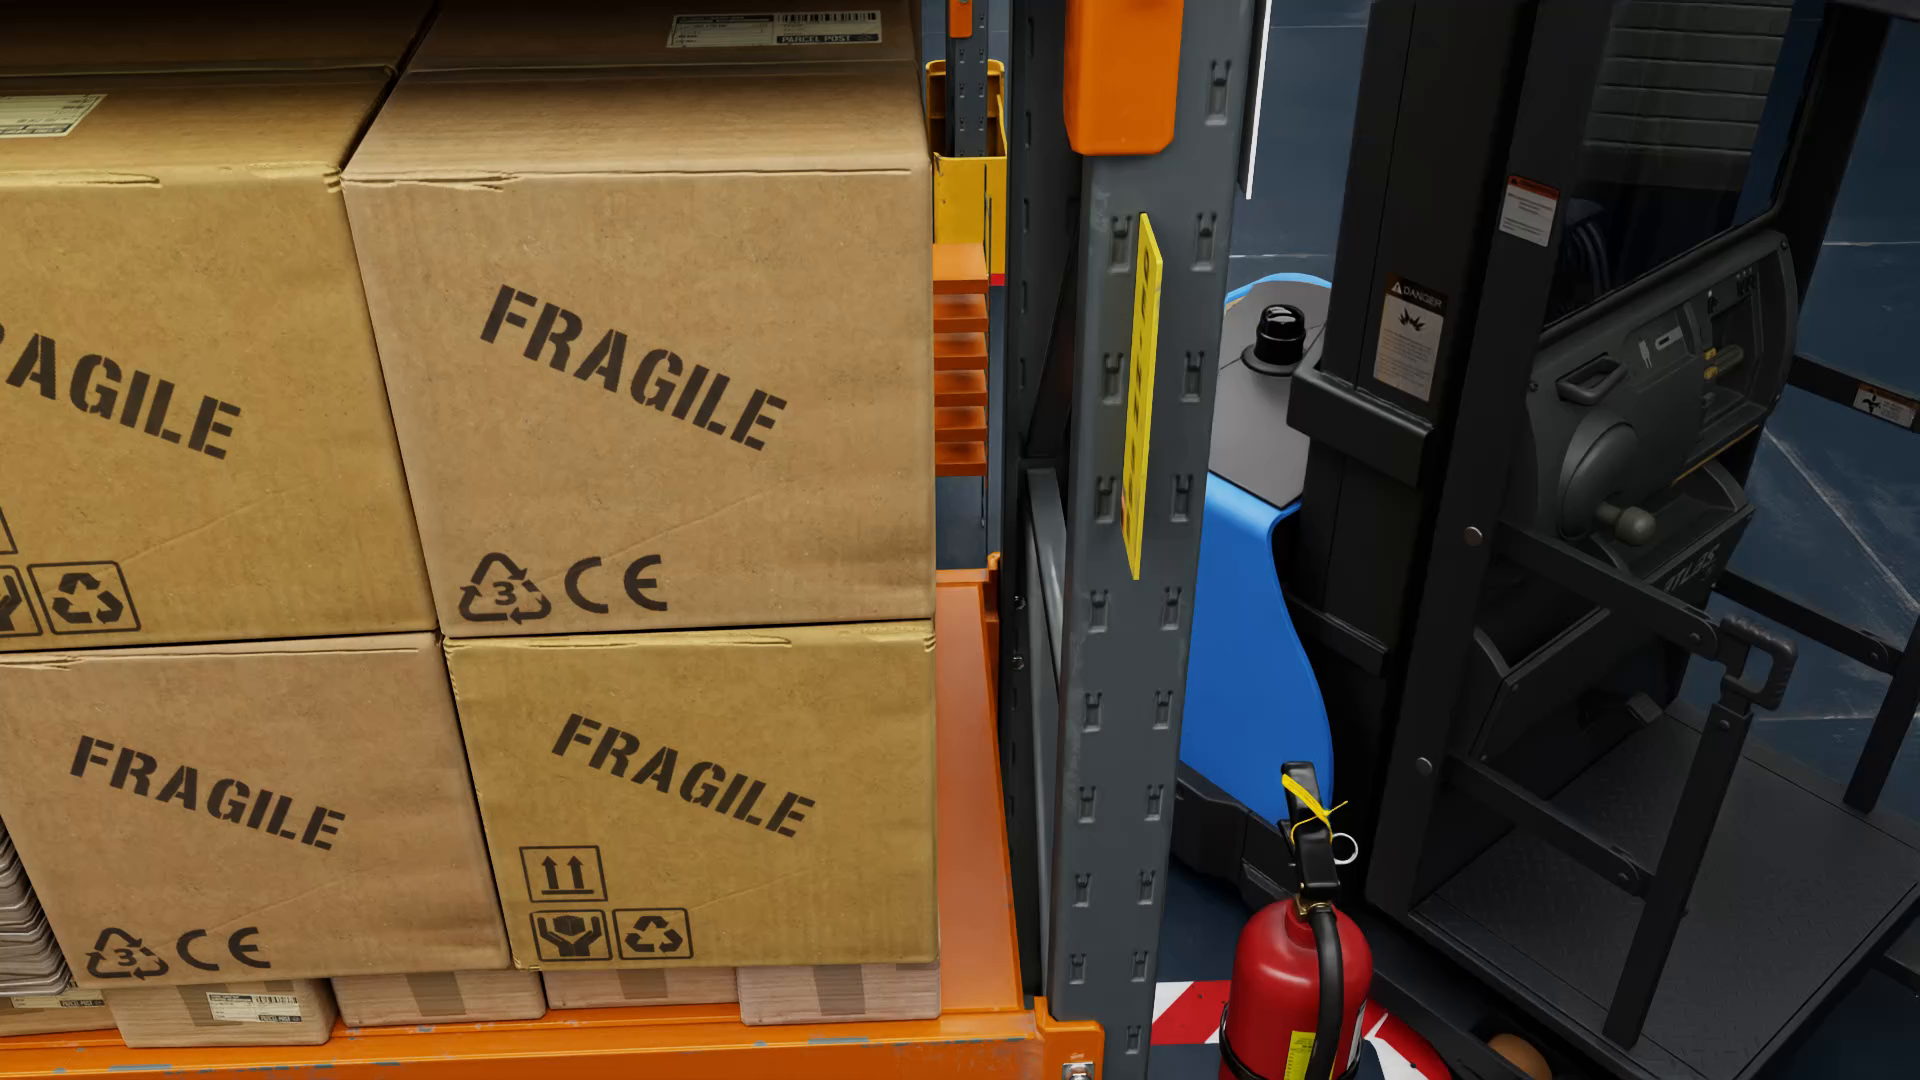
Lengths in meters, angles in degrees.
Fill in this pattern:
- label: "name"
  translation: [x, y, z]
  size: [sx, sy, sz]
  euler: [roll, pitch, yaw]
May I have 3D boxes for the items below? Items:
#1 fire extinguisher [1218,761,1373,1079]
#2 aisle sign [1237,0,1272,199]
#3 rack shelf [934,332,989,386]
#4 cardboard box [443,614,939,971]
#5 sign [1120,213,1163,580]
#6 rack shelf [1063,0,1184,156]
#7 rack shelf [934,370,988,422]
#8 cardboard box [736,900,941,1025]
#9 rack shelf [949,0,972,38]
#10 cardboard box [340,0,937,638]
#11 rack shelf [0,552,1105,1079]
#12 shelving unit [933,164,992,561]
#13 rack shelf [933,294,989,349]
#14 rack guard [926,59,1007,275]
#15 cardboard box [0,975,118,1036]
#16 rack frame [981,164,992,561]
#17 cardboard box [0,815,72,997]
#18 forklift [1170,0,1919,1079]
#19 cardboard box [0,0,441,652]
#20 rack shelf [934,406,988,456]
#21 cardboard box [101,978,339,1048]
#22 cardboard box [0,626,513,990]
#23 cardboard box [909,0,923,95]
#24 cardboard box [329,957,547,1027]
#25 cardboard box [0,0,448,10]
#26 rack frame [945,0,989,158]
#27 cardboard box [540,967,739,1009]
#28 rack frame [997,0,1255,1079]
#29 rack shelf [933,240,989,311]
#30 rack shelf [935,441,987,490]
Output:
- label: "fire extinguisher"
  translation: [0.429, 0.608, 2.131]
  size: [0.183, 0.674, 0.296]
  euler: [-2, 35, -2]
- label: "aisle sign"
  translation: [0.242, -0.733, 1.389]
  size: [0.004, 0.787, 0.394]
  euler: [-2, 35, -2]
- label: "rack shelf"
  translation: [-0.014, -0.555, 4.865]
  size: [0.180, 0.103, 0.258]
  euler: [-2, 35, -2]
- label: "cardboard box"
  translation: [-0.281, 0.162, 2.031]
  size: [0.500, 0.500, 0.500]
  euler: [-1, 35, -1]
- label: "sign"
  translation: [0.162, -0.123, 1.497]
  size: [0.005, 0.325, 0.100]
  euler: [-2, 35, -2]
- label: "rack shelf"
  translation: [-1.842, -0.717, 1.646]
  size: [4.000, 0.370, 1.077]
  euler: [-2, 35, -2]
- label: "rack shelf"
  translation: [-0.014, -0.456, 4.933]
  size: [0.180, 0.103, 0.258]
  euler: [-2, 35, -2]
- label: "cardboard box"
  translation: [-0.157, 0.440, 2.199]
  size: [0.250, 0.149, 0.380]
  euler: [-1, 35, -2]
- label: "rack shelf"
  translation: [-1.976, -2.305, 6.577]
  size: [4.000, 0.370, 1.077]
  euler: [-2, 35, -2]
- label: "cardboard box"
  translation: [-0.290, -0.254, 1.753]
  size: [0.500, 0.500, 0.500]
  euler: [-2, 35, -3]
- label: "rack shelf"
  translation: [-1.842, 0.517, 2.499]
  size: [4.000, 0.370, 1.077]
  euler: [-2, 35, -2]
- label: "shelving unit"
  translation: [-0.014, -0.493, 4.908]
  size: [0.189, 1.200, 0.258]
  euler: [-2, 35, -2]
- label: "rack shelf"
  translation: [-0.014, -0.654, 4.797]
  size: [0.180, 0.103, 0.258]
  euler: [-2, 35, -2]
- label: "rack guard"
  translation: [0.045, -1.628, 7.163]
  size: [0.348, 0.500, 1.175]
  euler: [-2, 35, -2]
- label: "cardboard box"
  translation: [-1.175, 0.451, 2.183]
  size: [0.250, 0.149, 0.380]
  euler: [-3, 35, -4]
- label: "rack frame"
  translation: [0.077, -0.495, 4.912]
  size: [0.006, 1.200, 0.240]
  euler: [-2, 35, -2]
- label: "cardboard box"
  translation: [-1.302, 0.192, 1.987]
  size: [0.500, 0.500, 0.500]
  euler: [-1, 35, -2]
- label: "forklift"
  translation: [1.478, -0.241, 3.022]
  size: [1.130, 2.935, 3.031]
  euler: [-26, 42, -32]
- label: "cardboard box"
  translation: [-0.796, -0.240, 1.733]
  size: [0.500, 0.500, 0.500]
  euler: [-3, 35, -4]
- label: "rack shelf"
  translation: [-0.014, -0.358, 5.002]
  size: [0.180, 0.103, 0.258]
  euler: [-2, 35, -2]
- label: "cardboard box"
  translation: [-0.911, 0.461, 2.169]
  size: [0.250, 0.149, 0.380]
  euler: [-1, 35, -1]
- label: "cardboard box"
  translation: [-0.796, 0.173, 2.015]
  size: [0.500, 0.500, 0.500]
  euler: [-2, 35, -3]
- label: "cardboard box"
  translation: [-0.306, -0.546, 2.176]
  size: [0.500, 0.500, 0.500]
  euler: [-2, 35, -3]
- label: "cardboard box"
  translation: [-0.657, 0.441, 2.198]
  size: [0.250, 0.149, 0.380]
  euler: [-2, 35, -3]
- label: "cardboard box"
  translation: [-0.809, -0.529, 2.151]
  size: [0.500, 0.500, 0.500]
  euler: [-1, 35, -1]
- label: "rack frame"
  translation: [0.021, -2.655, 6.450]
  size: [0.127, 3.000, 1.000]
  euler: [-2, 35, -2]
- label: "cardboard box"
  translation: [-0.407, 0.425, 2.220]
  size: [0.250, 0.149, 0.380]
  euler: [-2, 35, -2]
- label: "rack frame"
  translation: [0.155, 0.167, 2.373]
  size: [0.127, 3.000, 1.000]
  euler: [-2, 35, -2]
- label: "rack shelf"
  translation: [-0.014, -0.752, 4.728]
  size: [0.180, 0.103, 0.258]
  euler: [-2, 35, -2]
- label: "rack shelf"
  translation: [-0.014, -0.259, 5.070]
  size: [0.180, 0.103, 0.258]
  euler: [-2, 35, -2]
